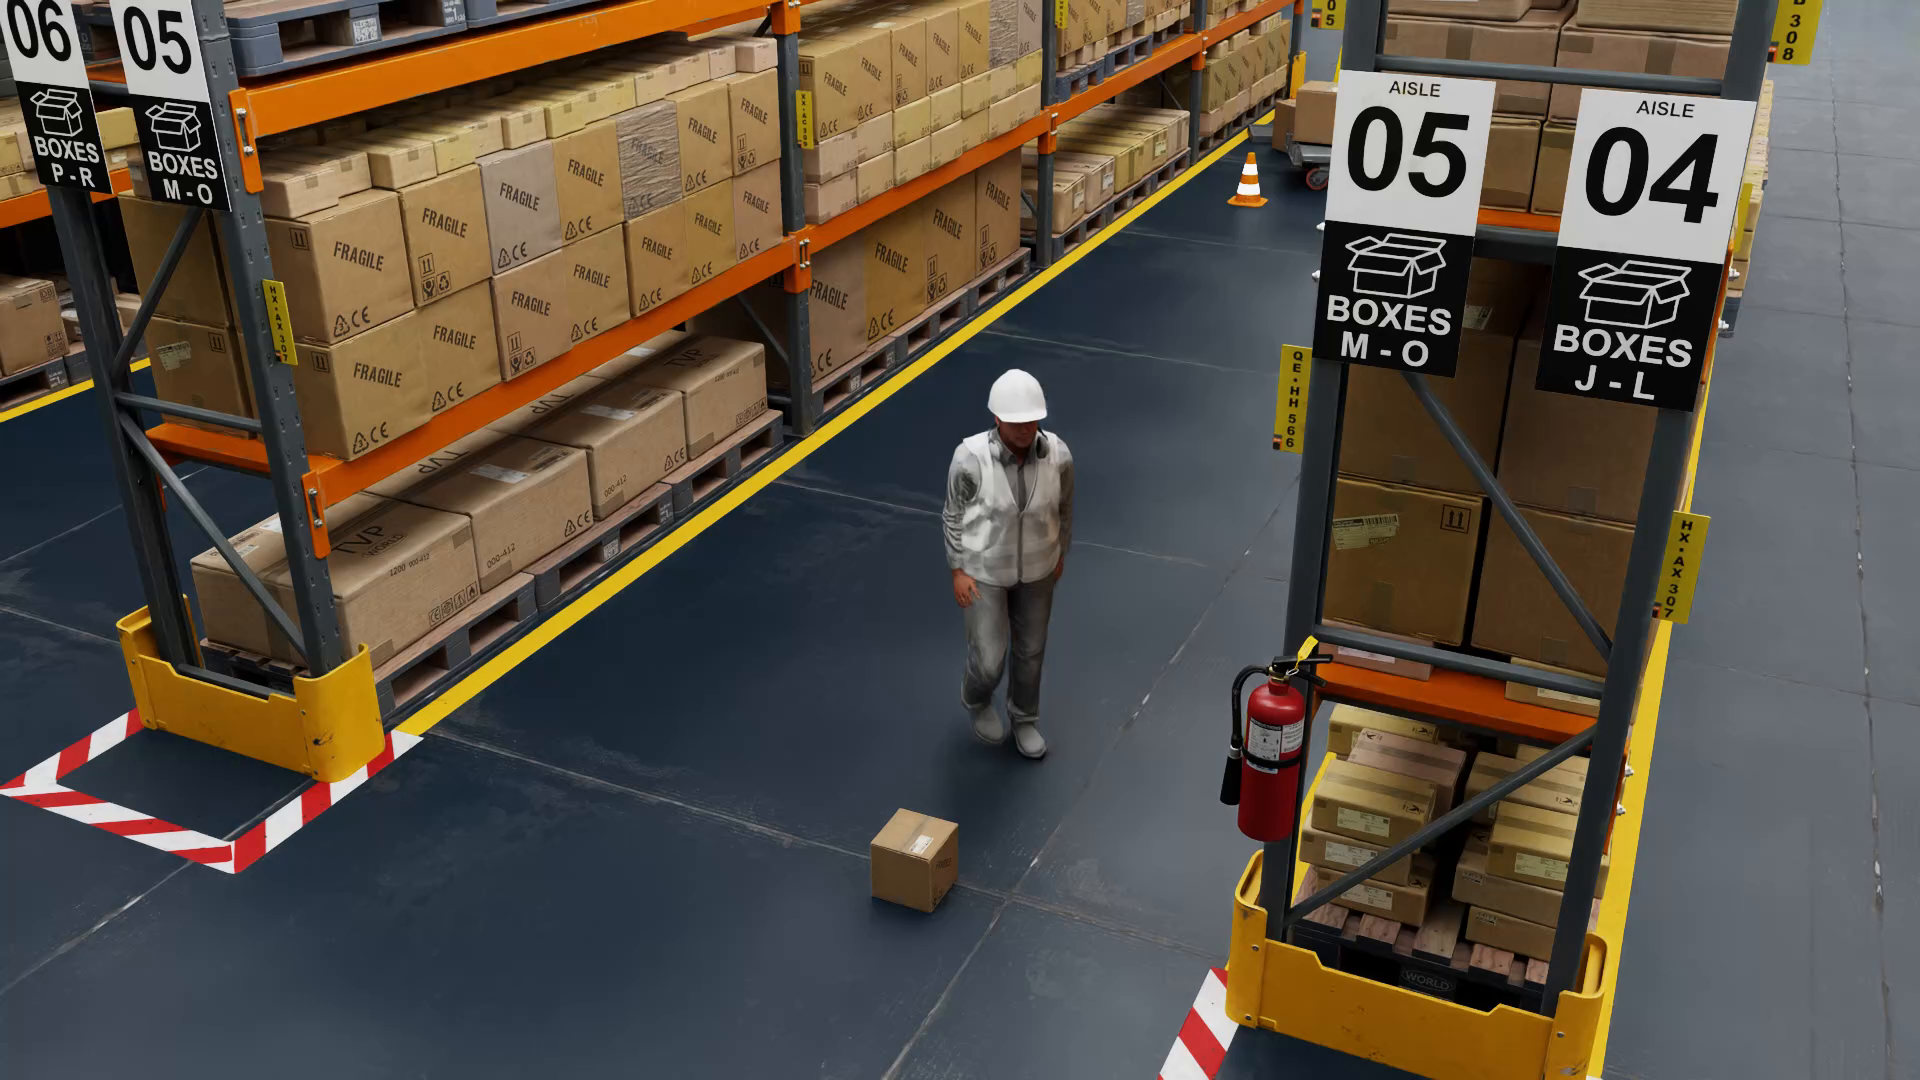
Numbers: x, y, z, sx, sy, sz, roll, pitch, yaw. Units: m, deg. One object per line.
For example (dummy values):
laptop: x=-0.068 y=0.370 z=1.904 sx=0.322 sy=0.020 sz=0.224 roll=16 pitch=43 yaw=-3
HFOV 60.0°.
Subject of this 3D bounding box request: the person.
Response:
person: x=0.207 y=0.116 z=6.835 sx=0.554 sy=1.764 sz=0.490 roll=-8 pitch=27 yaw=-15
